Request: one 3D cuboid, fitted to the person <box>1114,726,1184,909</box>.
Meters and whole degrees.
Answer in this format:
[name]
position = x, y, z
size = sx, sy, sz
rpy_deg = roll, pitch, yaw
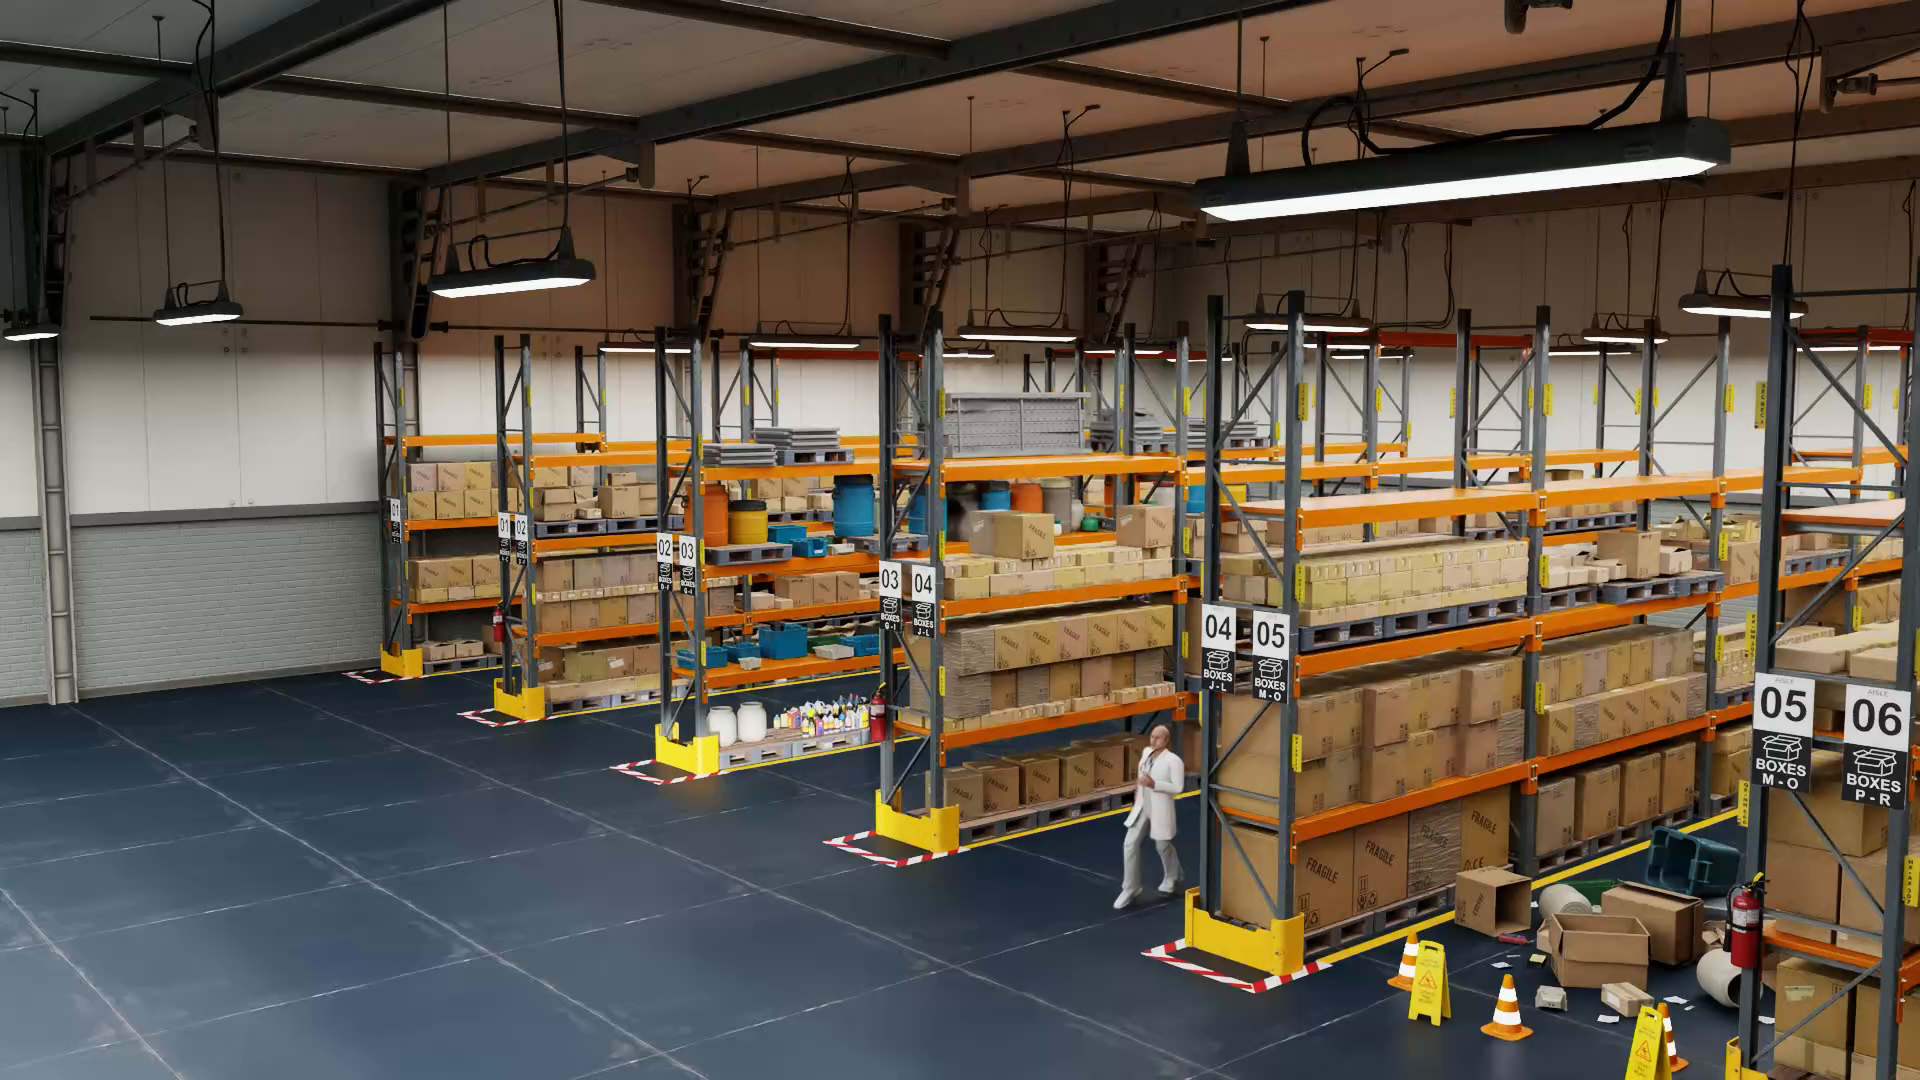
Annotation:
[person]
position = 1.976, 2.746, 16.665
size = 0.691, 1.805, 0.917
rpy_deg = 5, 7, 41
